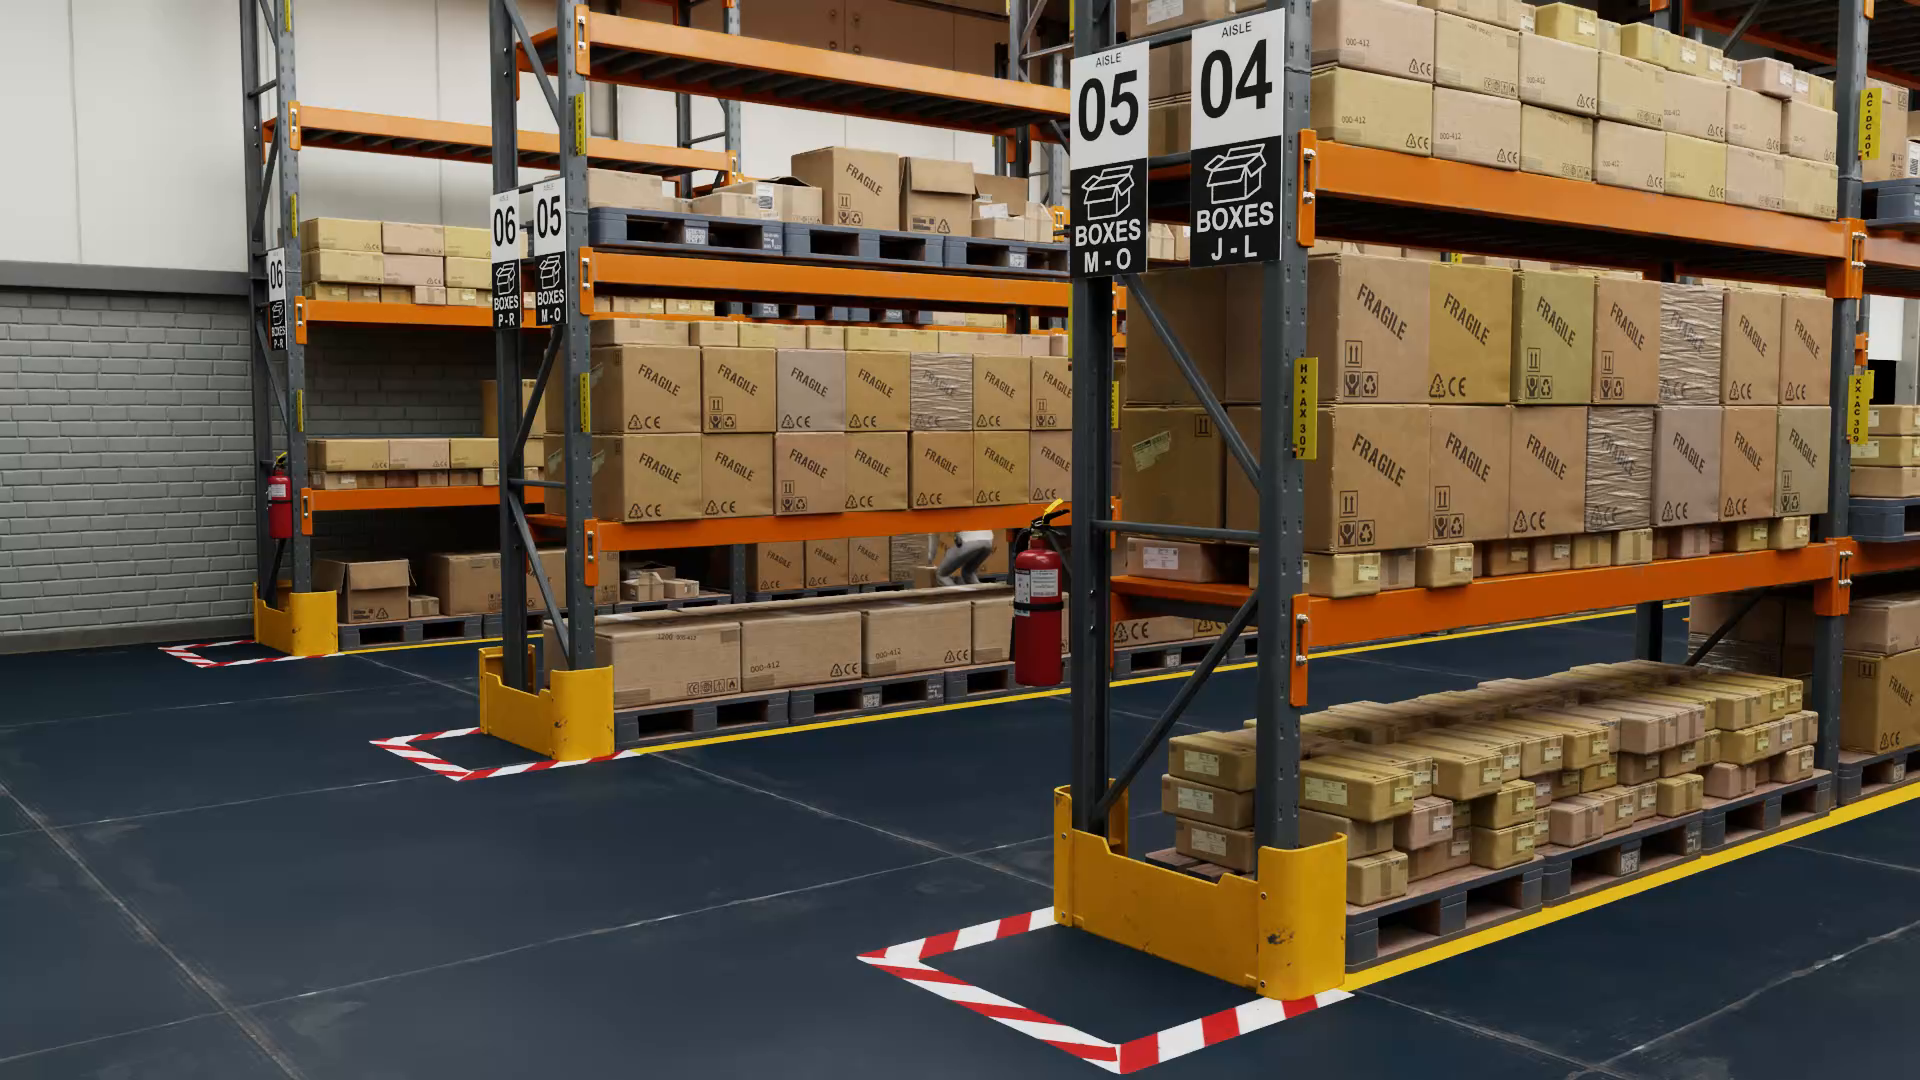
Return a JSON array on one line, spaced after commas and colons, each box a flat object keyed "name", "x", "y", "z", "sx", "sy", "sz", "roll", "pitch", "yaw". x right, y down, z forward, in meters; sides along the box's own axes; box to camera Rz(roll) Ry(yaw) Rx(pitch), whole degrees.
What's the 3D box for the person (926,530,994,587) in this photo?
[{"name": "person", "x": 4.007, "y": -0.300, "z": 14.597, "sx": 5.623, "sy": 2.202, "sz": 6.986, "roll": -4, "pitch": 6, "yaw": -39}]
